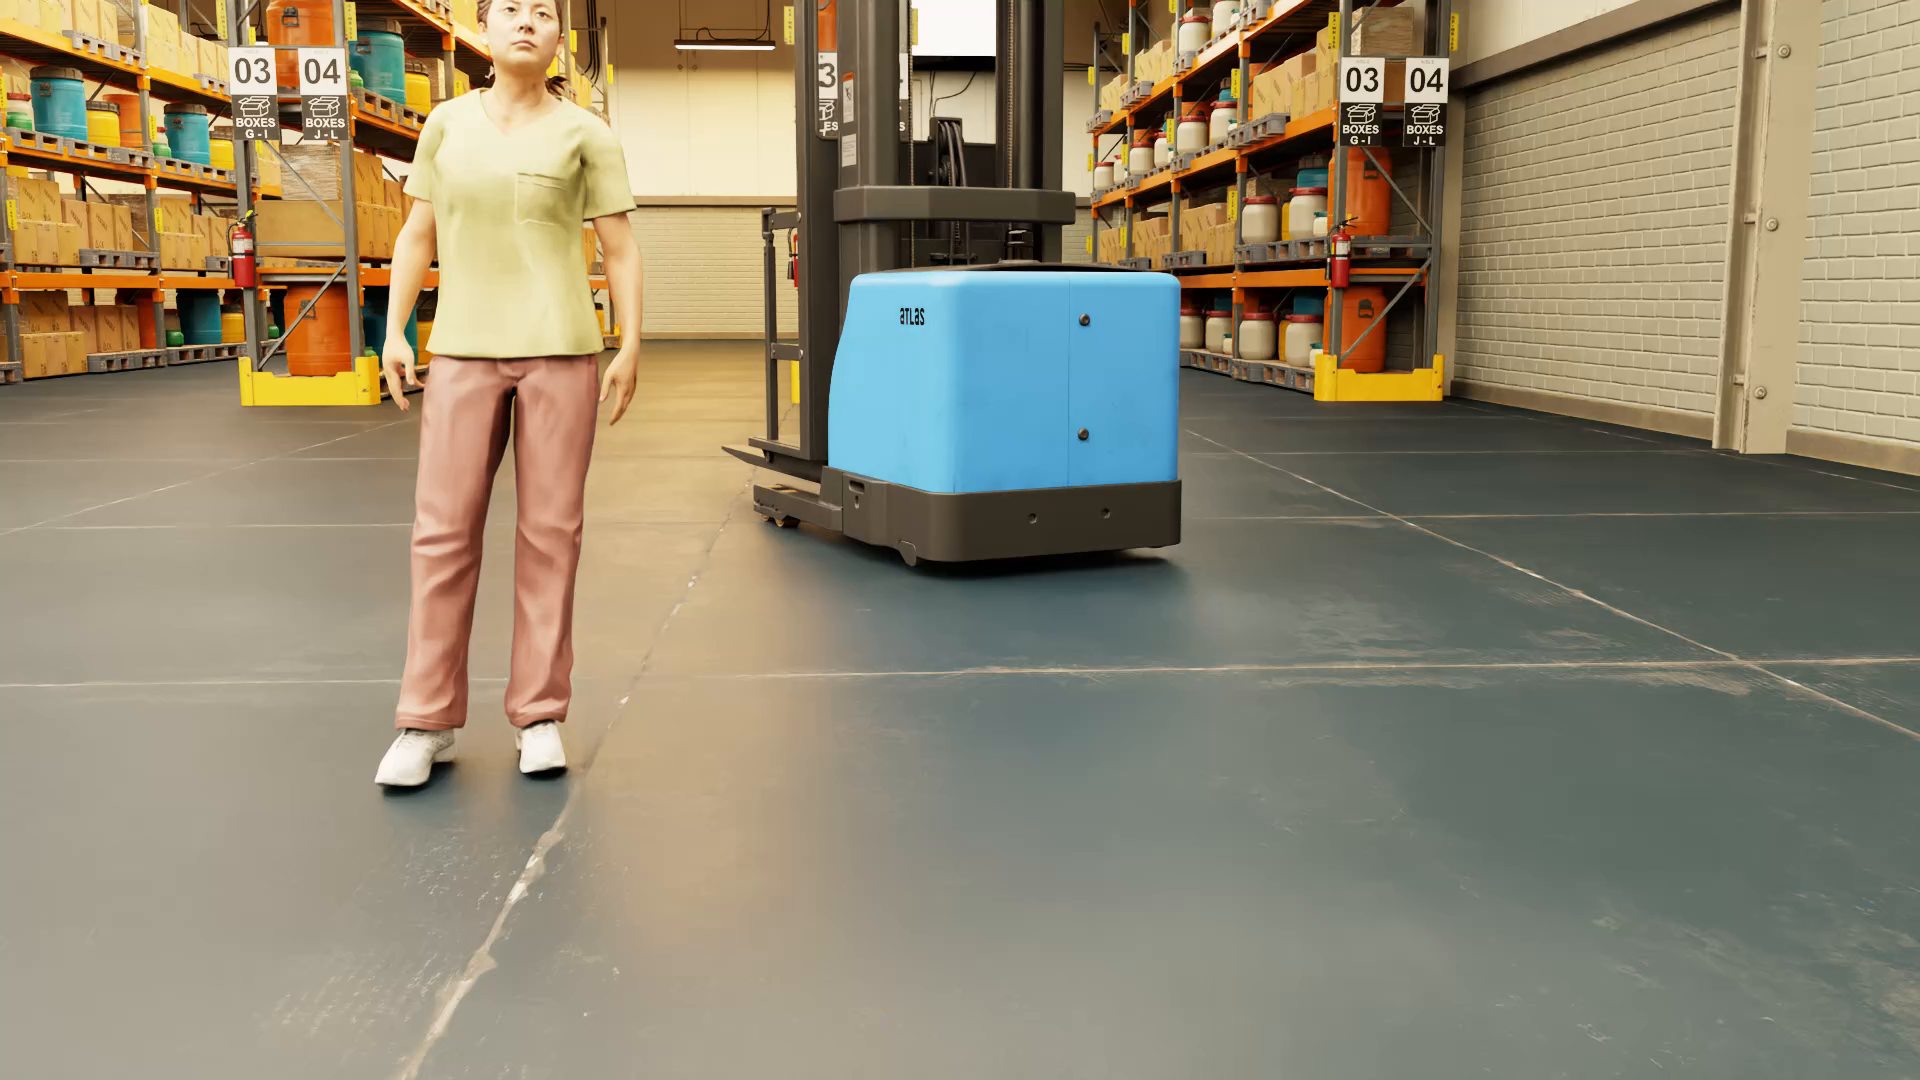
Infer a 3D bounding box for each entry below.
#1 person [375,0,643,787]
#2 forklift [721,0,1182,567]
[{"bbox_3d":[-0.941,-0.357,3.487,0.541,1.679,0.536,-1,8,-6],"label":"person"},{"bbox_3d":[-0.264,-1.530,7.137,1.130,2.935,3.031,-4,9,-25],"label":"forklift"}]
